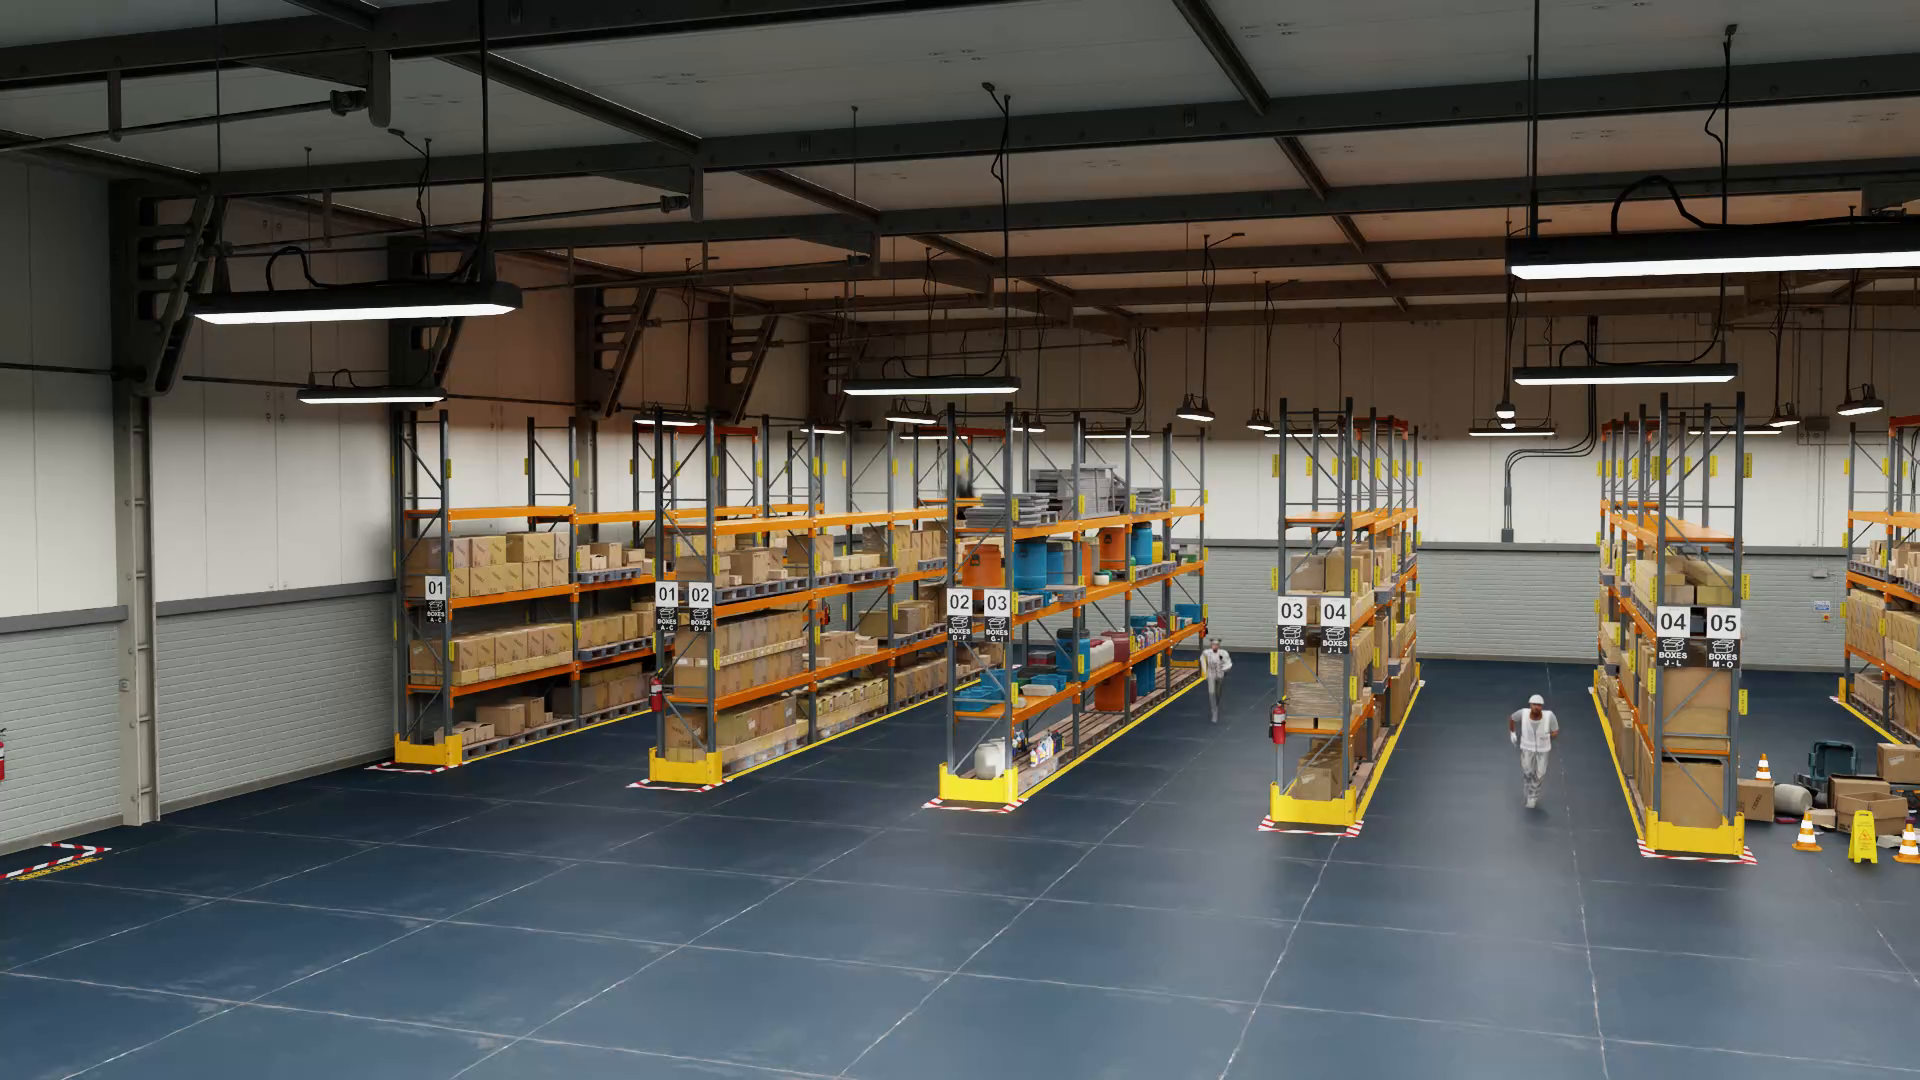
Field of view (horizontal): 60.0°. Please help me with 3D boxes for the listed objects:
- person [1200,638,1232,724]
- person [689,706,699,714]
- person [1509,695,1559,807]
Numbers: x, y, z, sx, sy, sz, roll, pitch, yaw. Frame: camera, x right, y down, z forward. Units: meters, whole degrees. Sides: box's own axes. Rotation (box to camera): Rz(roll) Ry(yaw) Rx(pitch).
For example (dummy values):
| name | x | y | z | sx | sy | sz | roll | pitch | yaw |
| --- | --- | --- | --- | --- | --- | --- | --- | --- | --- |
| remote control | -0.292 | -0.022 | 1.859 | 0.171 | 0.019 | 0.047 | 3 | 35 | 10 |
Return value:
| name | x | y | z | sx | sy | sz | roll | pitch | yaw |
| --- | --- | --- | --- | --- | --- | --- | --- | --- | --- |
| person | 5.102 | 2.758 | 33.124 | 0.617 | 1.687 | 1.037 | 0 | 2 | 6 |
| person | -5.033 | 2.767 | 31.619 | 0.658 | 1.779 | 1.126 | 0 | 2 | 8 |
| person | 8.432 | 3.104 | 24.411 | 0.659 | 1.698 | 0.741 | 1 | 3 | 13 |
